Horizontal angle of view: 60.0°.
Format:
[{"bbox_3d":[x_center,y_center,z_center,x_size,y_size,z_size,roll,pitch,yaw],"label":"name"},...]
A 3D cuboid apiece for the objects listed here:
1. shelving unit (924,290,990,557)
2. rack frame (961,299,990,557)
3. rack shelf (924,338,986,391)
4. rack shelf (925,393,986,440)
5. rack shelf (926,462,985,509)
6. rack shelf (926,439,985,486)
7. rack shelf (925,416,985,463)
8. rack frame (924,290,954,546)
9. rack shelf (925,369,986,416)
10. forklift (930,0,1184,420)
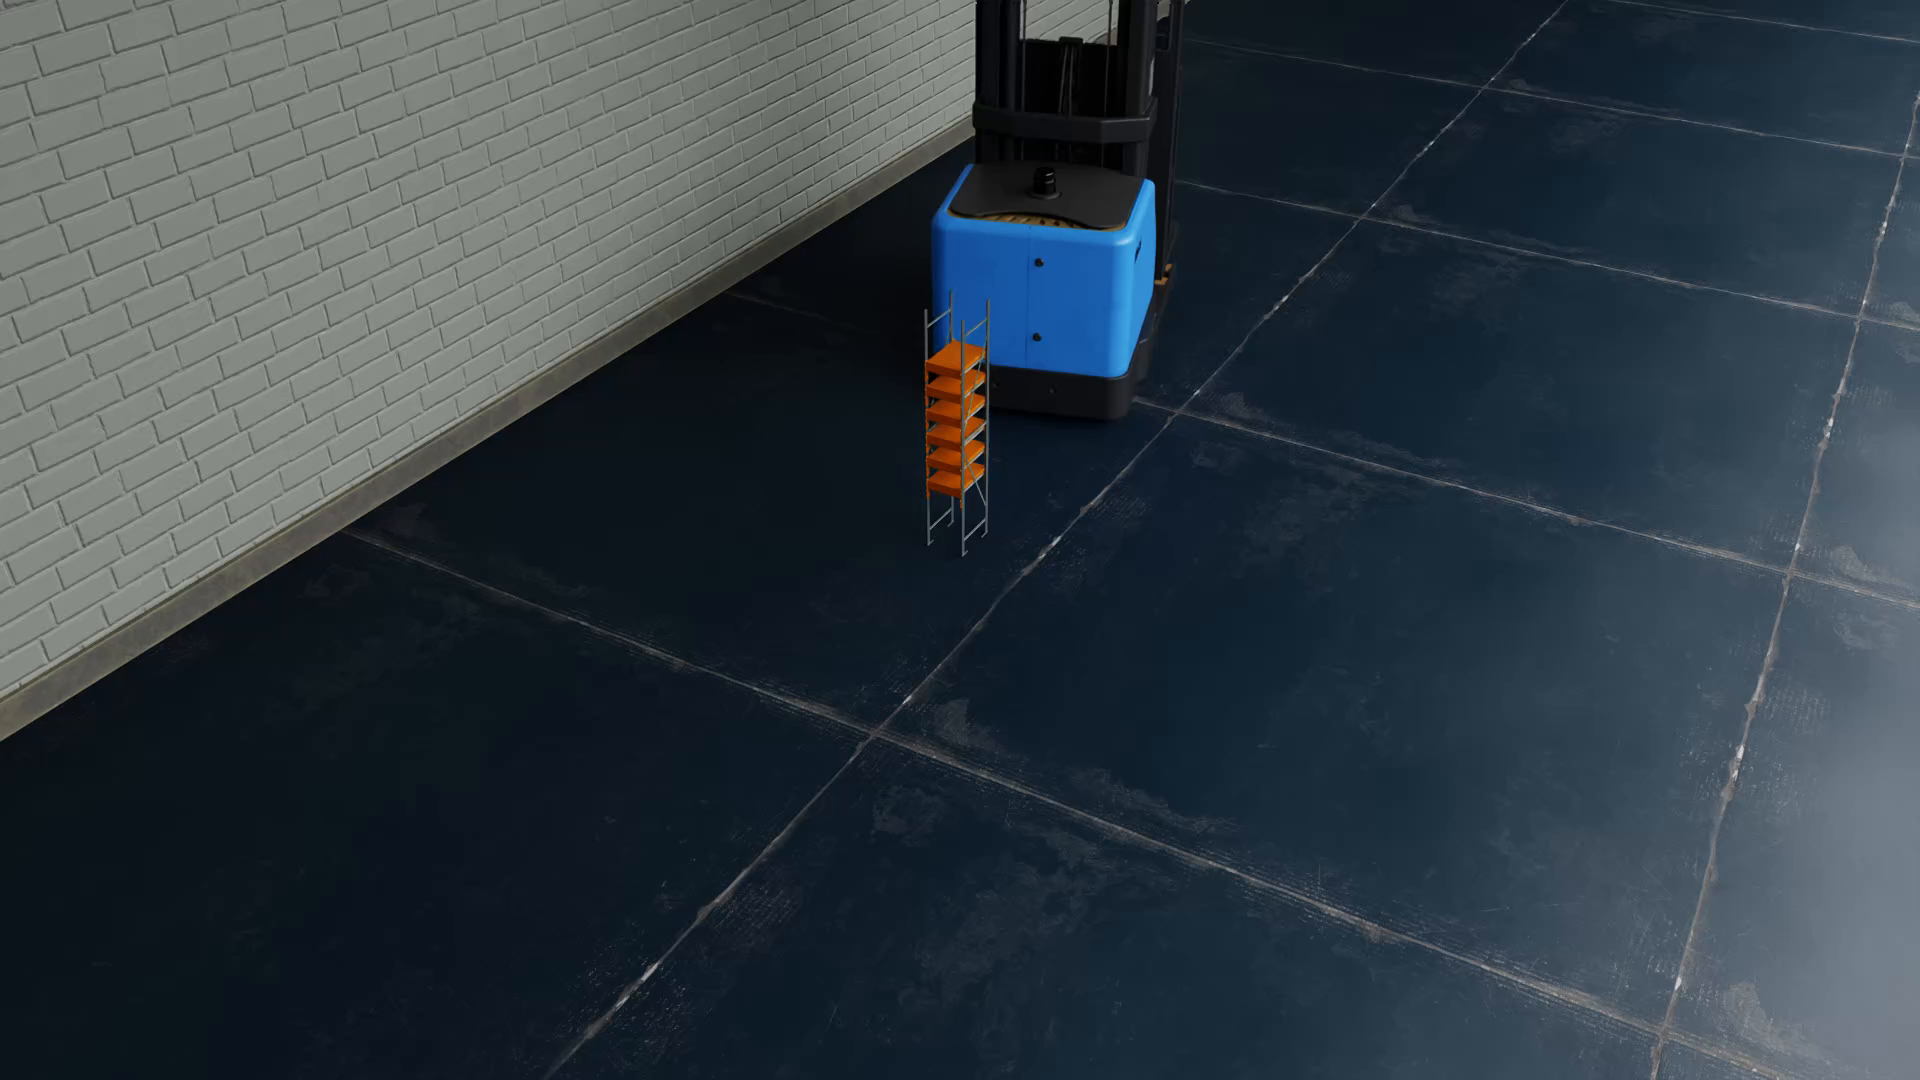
[{"bbox_3d":[-0.013,-0.503,7.423,0.189,1.200,0.258,18,37,24],"label":"shelving unit"},{"bbox_3d":[0.067,-0.478,7.386,0.006,1.200,0.240,18,37,24],"label":"rack frame"},{"bbox_3d":[-0.013,-0.766,7.249,0.180,0.103,0.258,18,37,24],"label":"rack shelf"},{"bbox_3d":[-0.013,-0.566,7.382,0.180,0.103,0.258,18,37,24],"label":"rack shelf"},{"bbox_3d":[-0.013,-0.267,7.581,0.180,0.103,0.258,18,37,24],"label":"rack shelf"},{"bbox_3d":[-0.013,-0.367,7.515,0.180,0.103,0.258,18,37,24],"label":"rack shelf"},{"bbox_3d":[-0.013,-0.466,7.448,0.180,0.103,0.258,18,37,24],"label":"rack shelf"},{"bbox_3d":[-0.092,-0.529,7.461,0.006,1.200,0.240,18,37,24],"label":"rack frame"},{"bbox_3d":[-0.013,-0.666,7.315,0.180,0.103,0.258,18,37,24],"label":"rack shelf"},{"bbox_3d":[0.680,-2.648,9.081,1.130,2.935,3.031,7,34,11],"label":"forklift"}]
